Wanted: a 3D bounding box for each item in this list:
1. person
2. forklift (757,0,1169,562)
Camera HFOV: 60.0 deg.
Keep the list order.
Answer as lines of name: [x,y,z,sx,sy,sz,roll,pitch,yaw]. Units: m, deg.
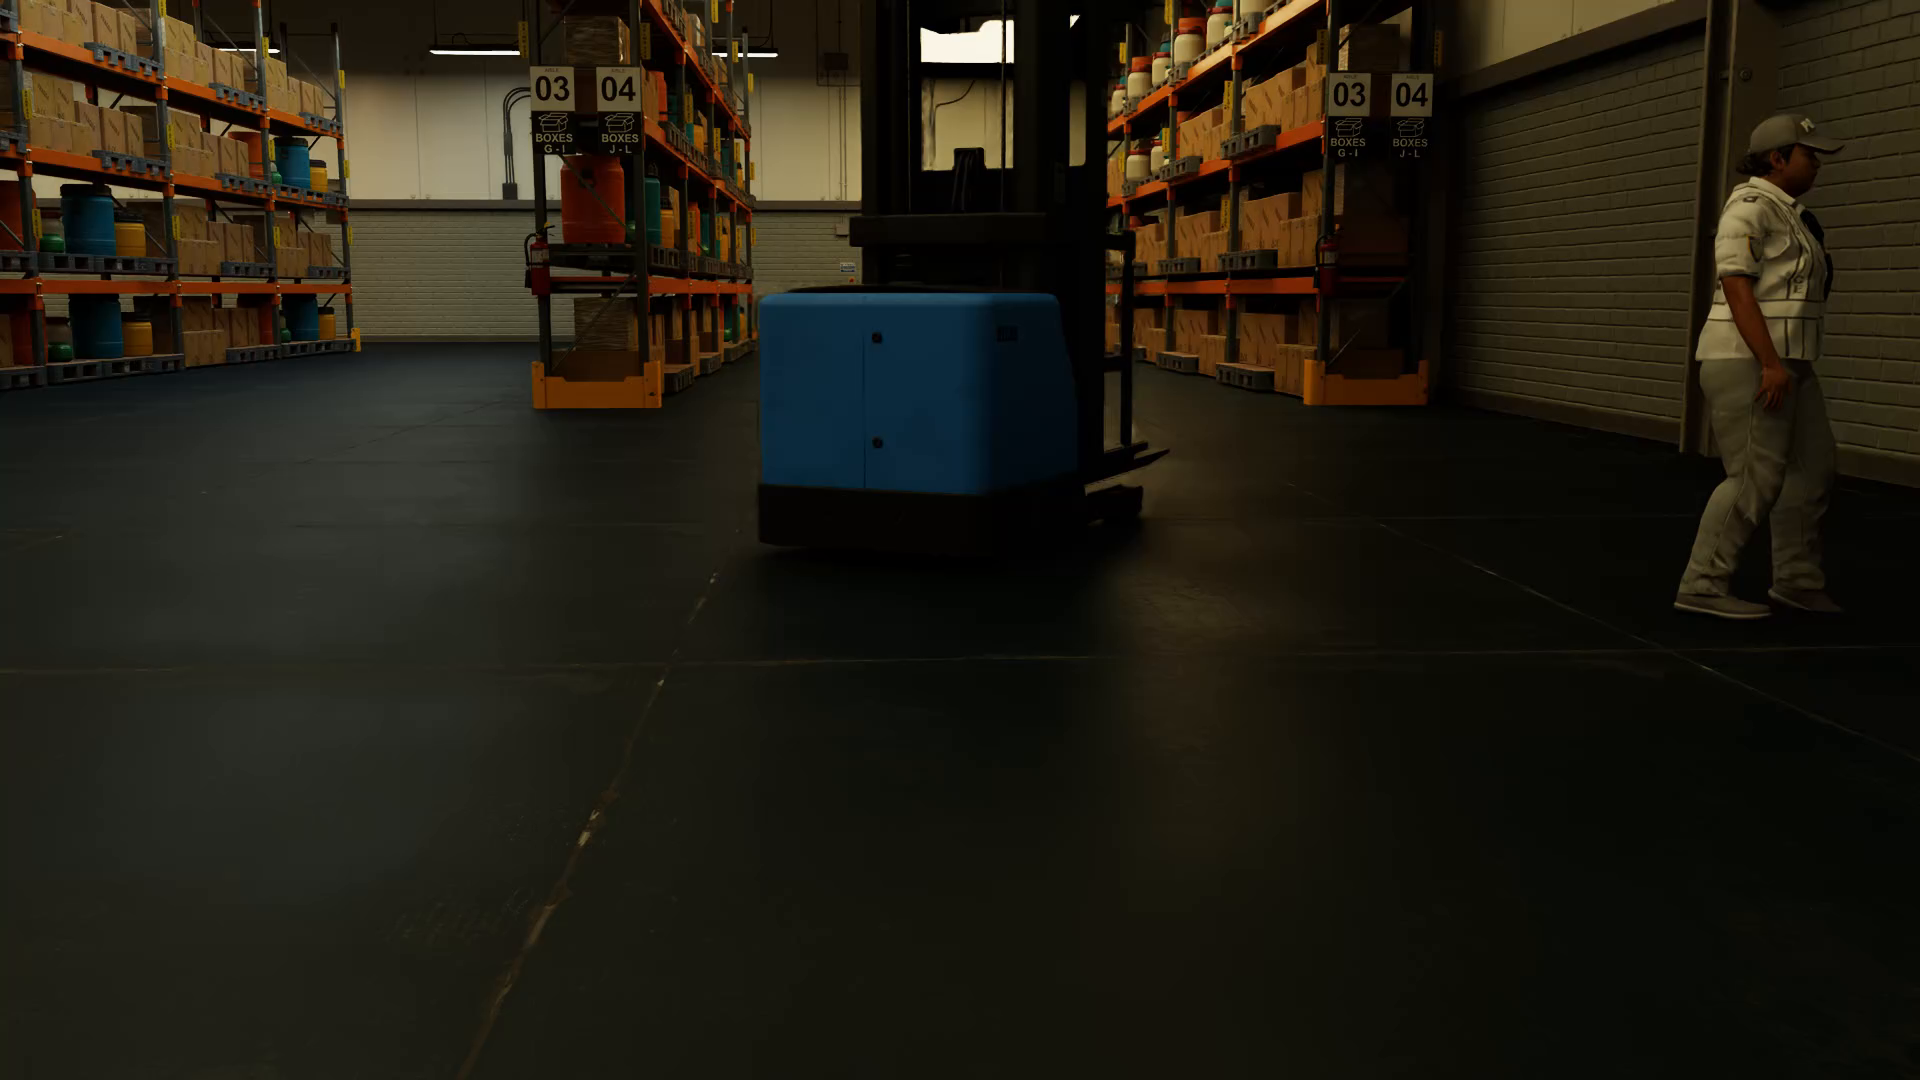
person: [2.711,-0.536,5.495,0.520,1.707,0.577,6,10,34]
forklift: [0.230,-1.542,7.713,1.130,2.935,3.031,4,9,23]
